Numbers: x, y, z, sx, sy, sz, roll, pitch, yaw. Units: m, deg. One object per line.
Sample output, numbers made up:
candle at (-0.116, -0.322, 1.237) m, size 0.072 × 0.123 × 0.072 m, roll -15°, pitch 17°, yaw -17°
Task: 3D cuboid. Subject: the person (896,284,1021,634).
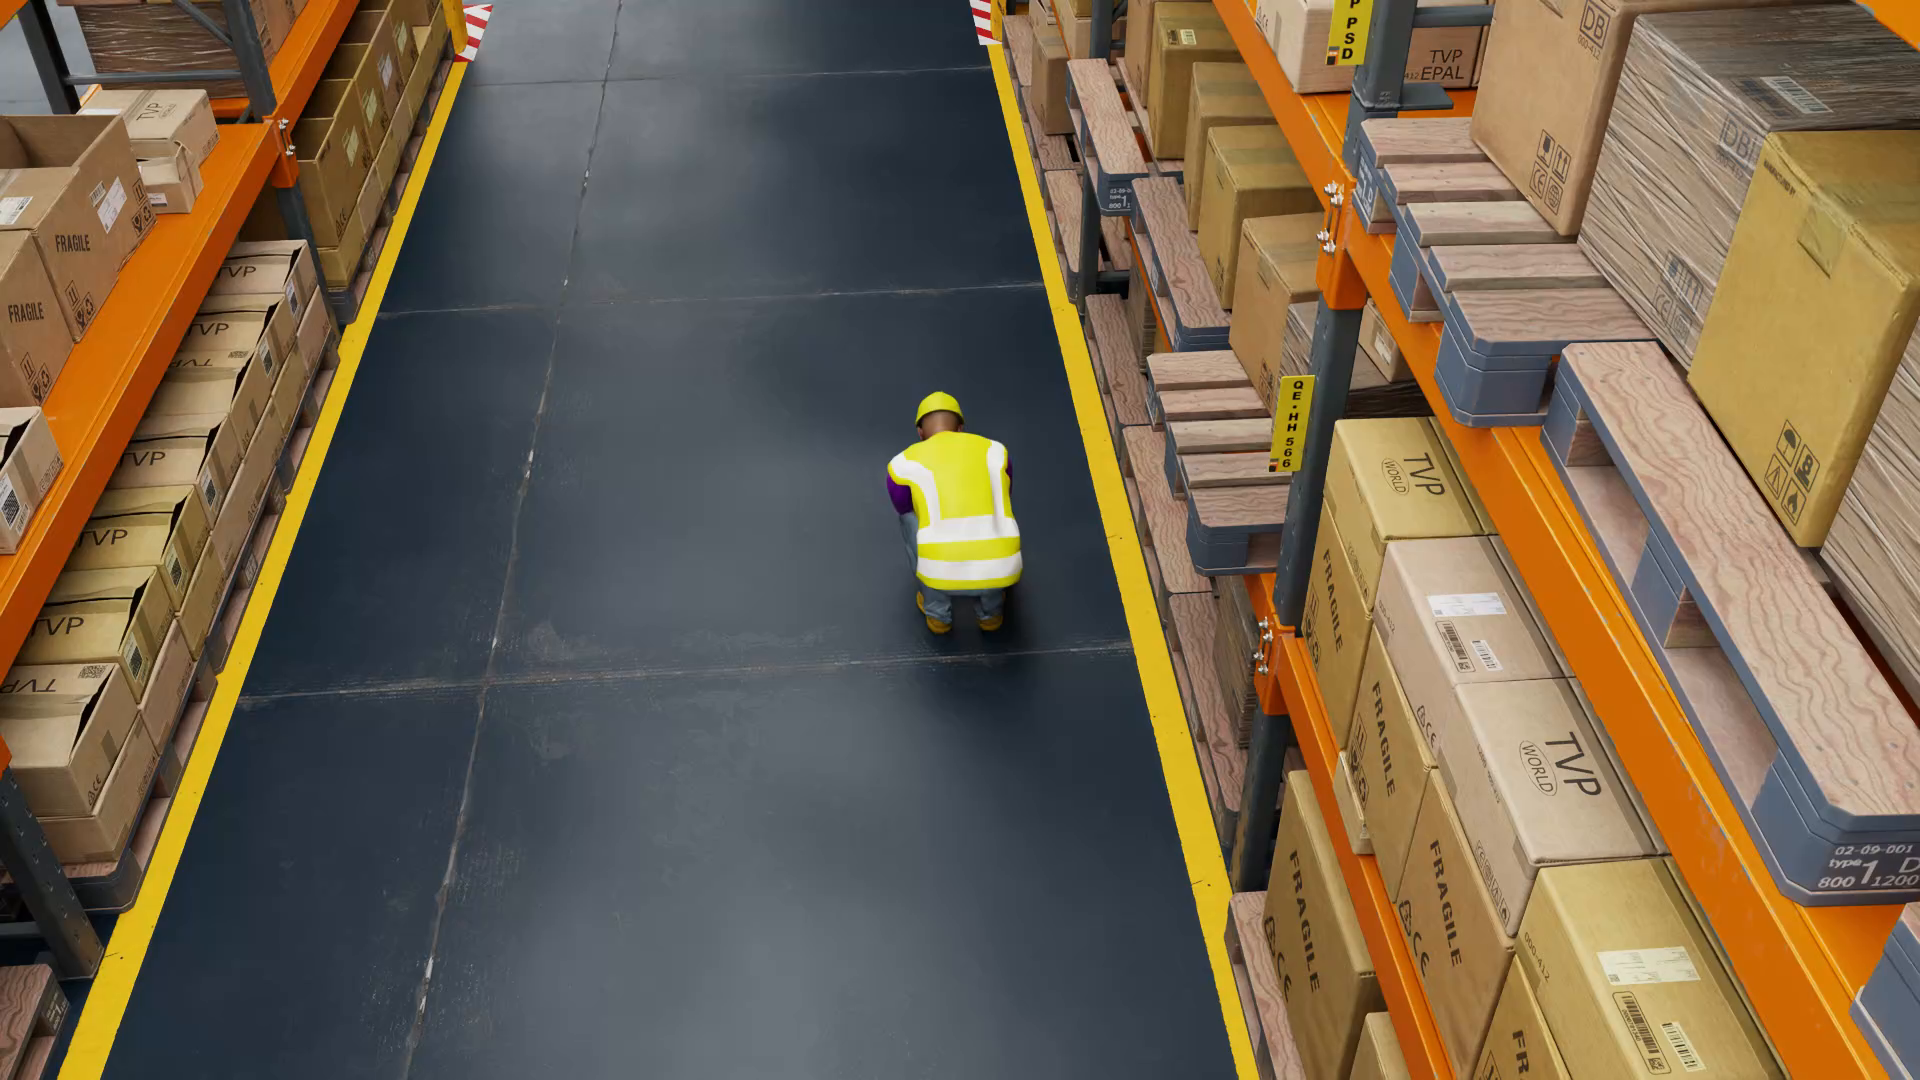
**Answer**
person at (-0.016, -0.305, 6.885) m, size 0.474 × 1.295 × 0.941 m, roll -4°, pitch 39°, yaw -5°
